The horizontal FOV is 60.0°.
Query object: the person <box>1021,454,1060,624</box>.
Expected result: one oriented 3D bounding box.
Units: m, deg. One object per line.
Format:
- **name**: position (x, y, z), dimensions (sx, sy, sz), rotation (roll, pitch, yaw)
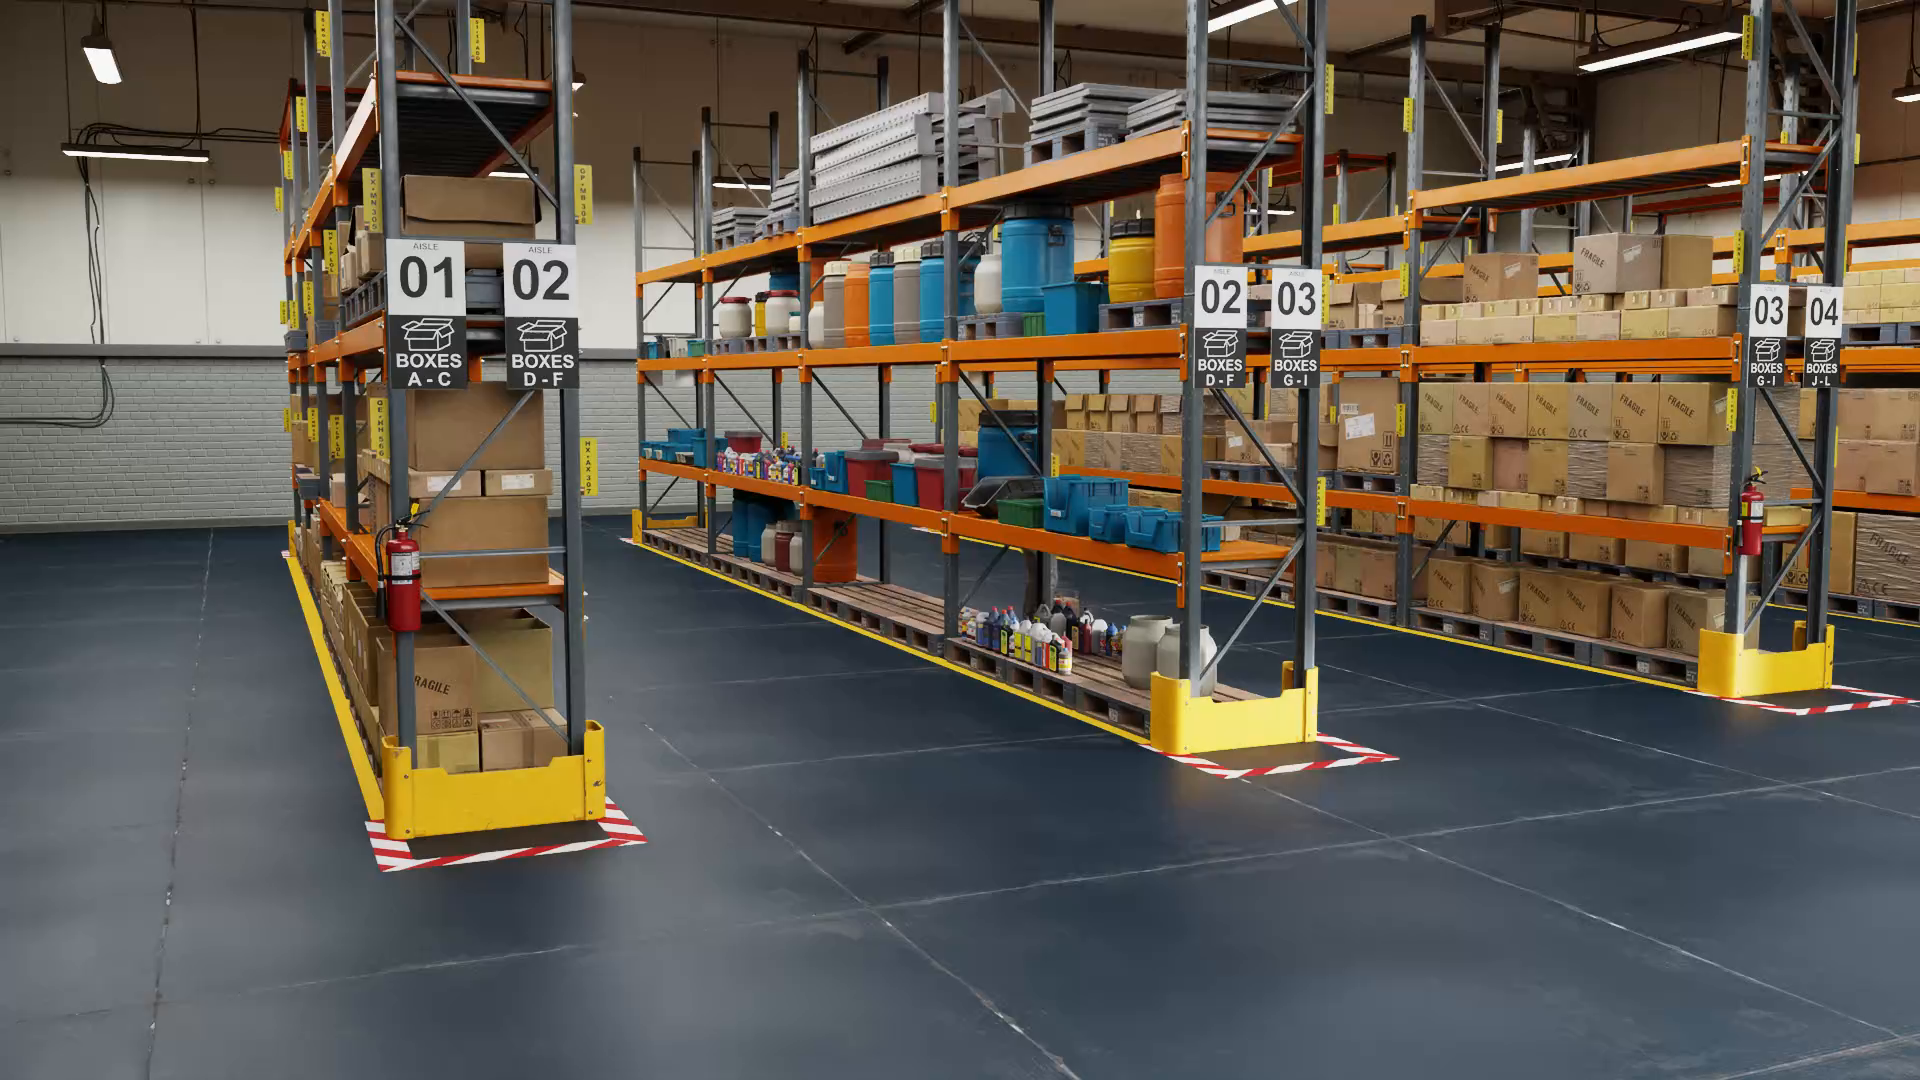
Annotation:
- **person**: position (0.807, -0.018, 16.811), dimensions (0.464, 1.769, 0.582), rotation (-3, 6, -27)
